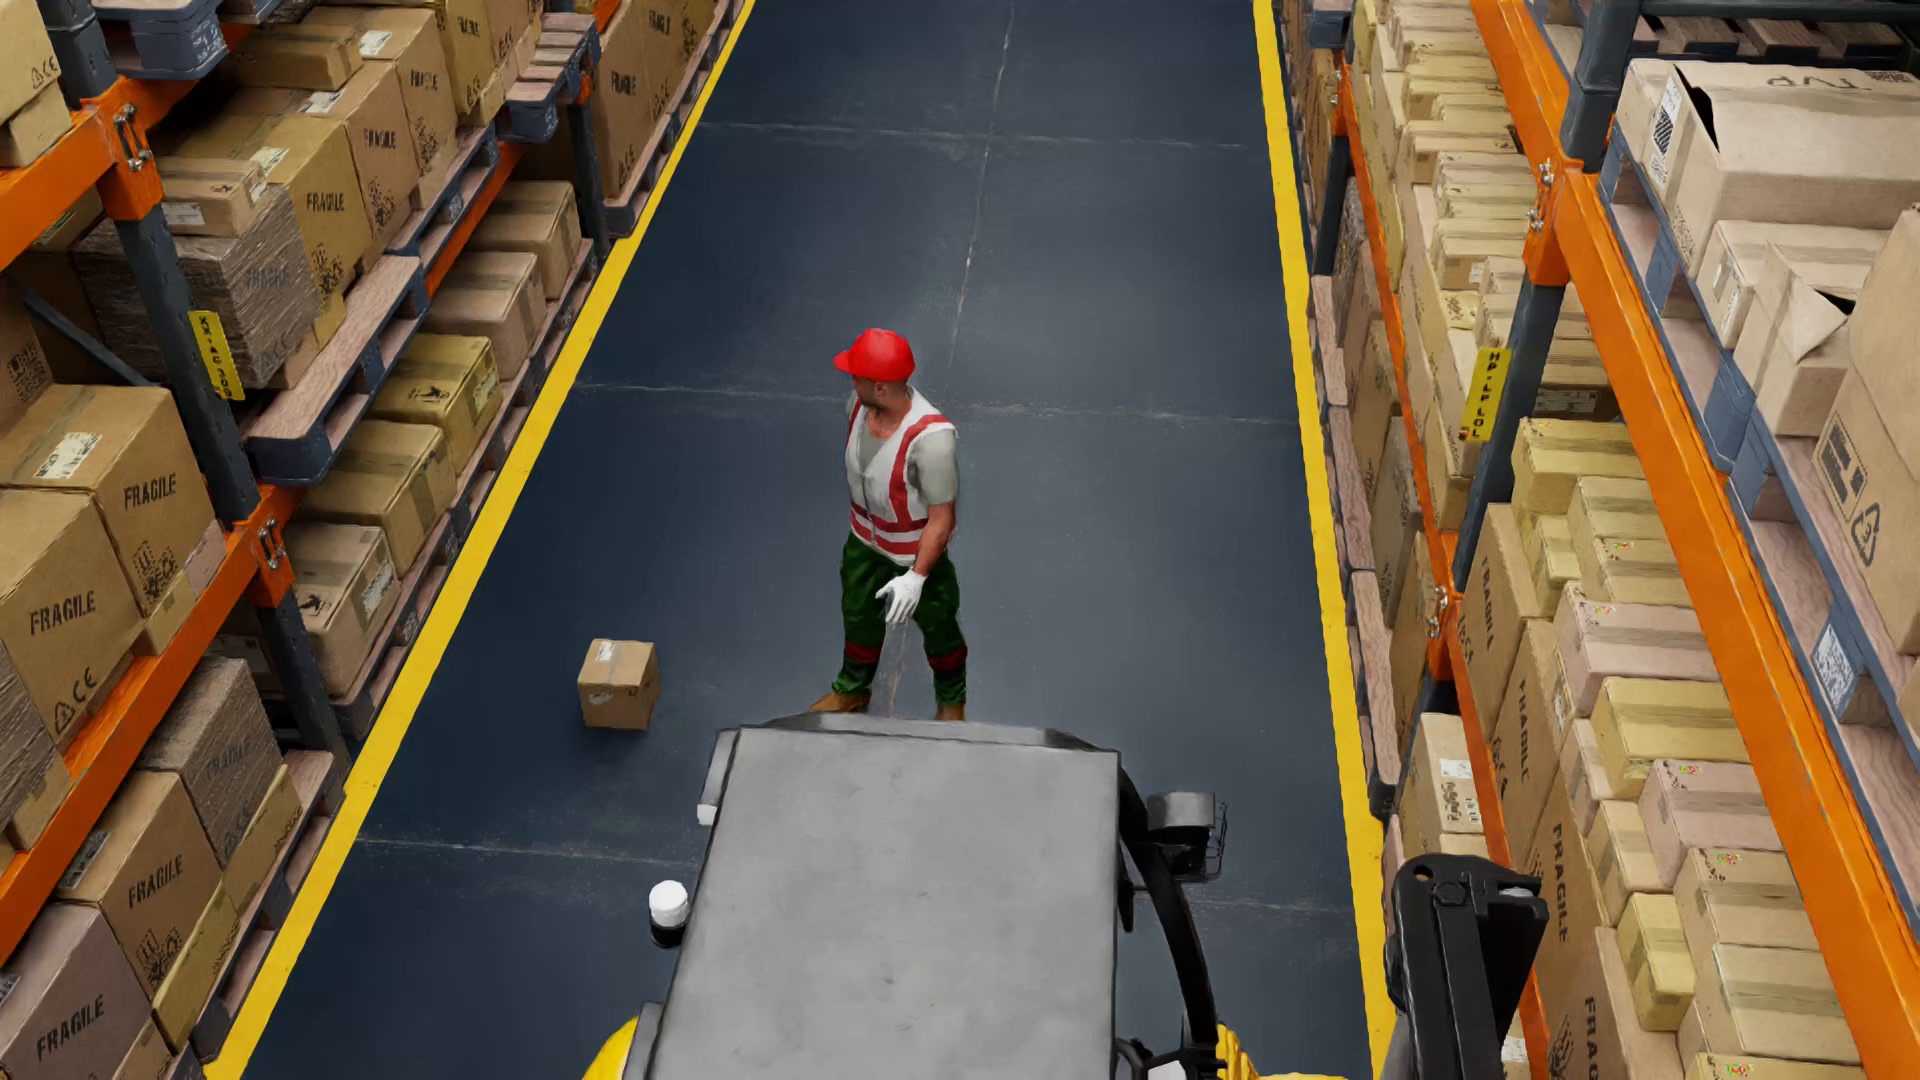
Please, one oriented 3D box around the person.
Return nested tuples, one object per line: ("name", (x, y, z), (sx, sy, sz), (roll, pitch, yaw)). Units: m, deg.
("person", (-0.252, 0.026, 6.071), (0.596, 1.794, 0.522), (29, 48, 30))
